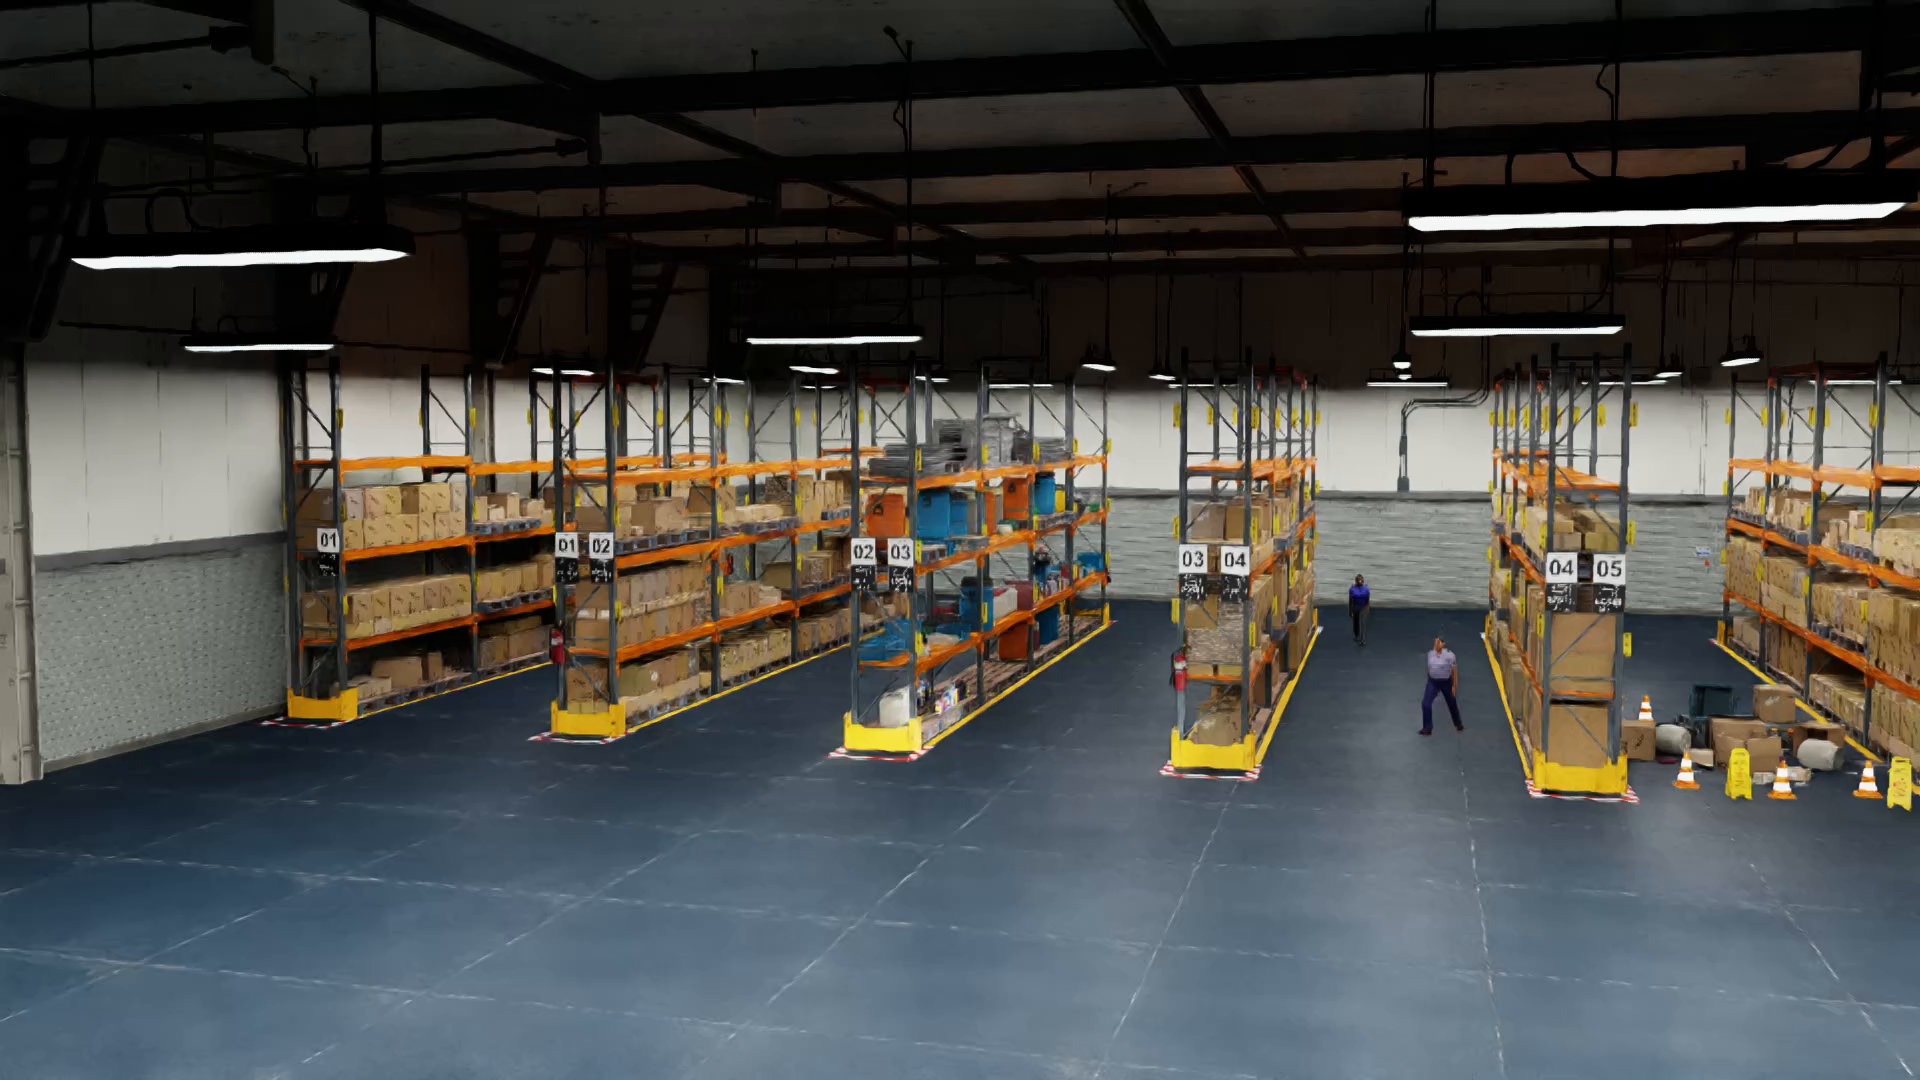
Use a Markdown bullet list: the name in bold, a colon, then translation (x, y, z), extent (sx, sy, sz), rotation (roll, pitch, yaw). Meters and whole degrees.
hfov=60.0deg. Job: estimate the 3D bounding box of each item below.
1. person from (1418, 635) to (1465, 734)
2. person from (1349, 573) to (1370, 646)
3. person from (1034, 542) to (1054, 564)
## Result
- **person**: translation (7.646, 2.274, 26.346), extent (0.527, 1.582, 0.914), rotation (3, 5, 36)
- **person**: translation (8.781, 1.519, 36.609), extent (0.447, 1.560, 1.088), rotation (1, 4, 18)
- **person**: translation (2.213, 0.930, 44.806), extent (0.677, 1.584, 0.534), rotation (1, 4, 14)
